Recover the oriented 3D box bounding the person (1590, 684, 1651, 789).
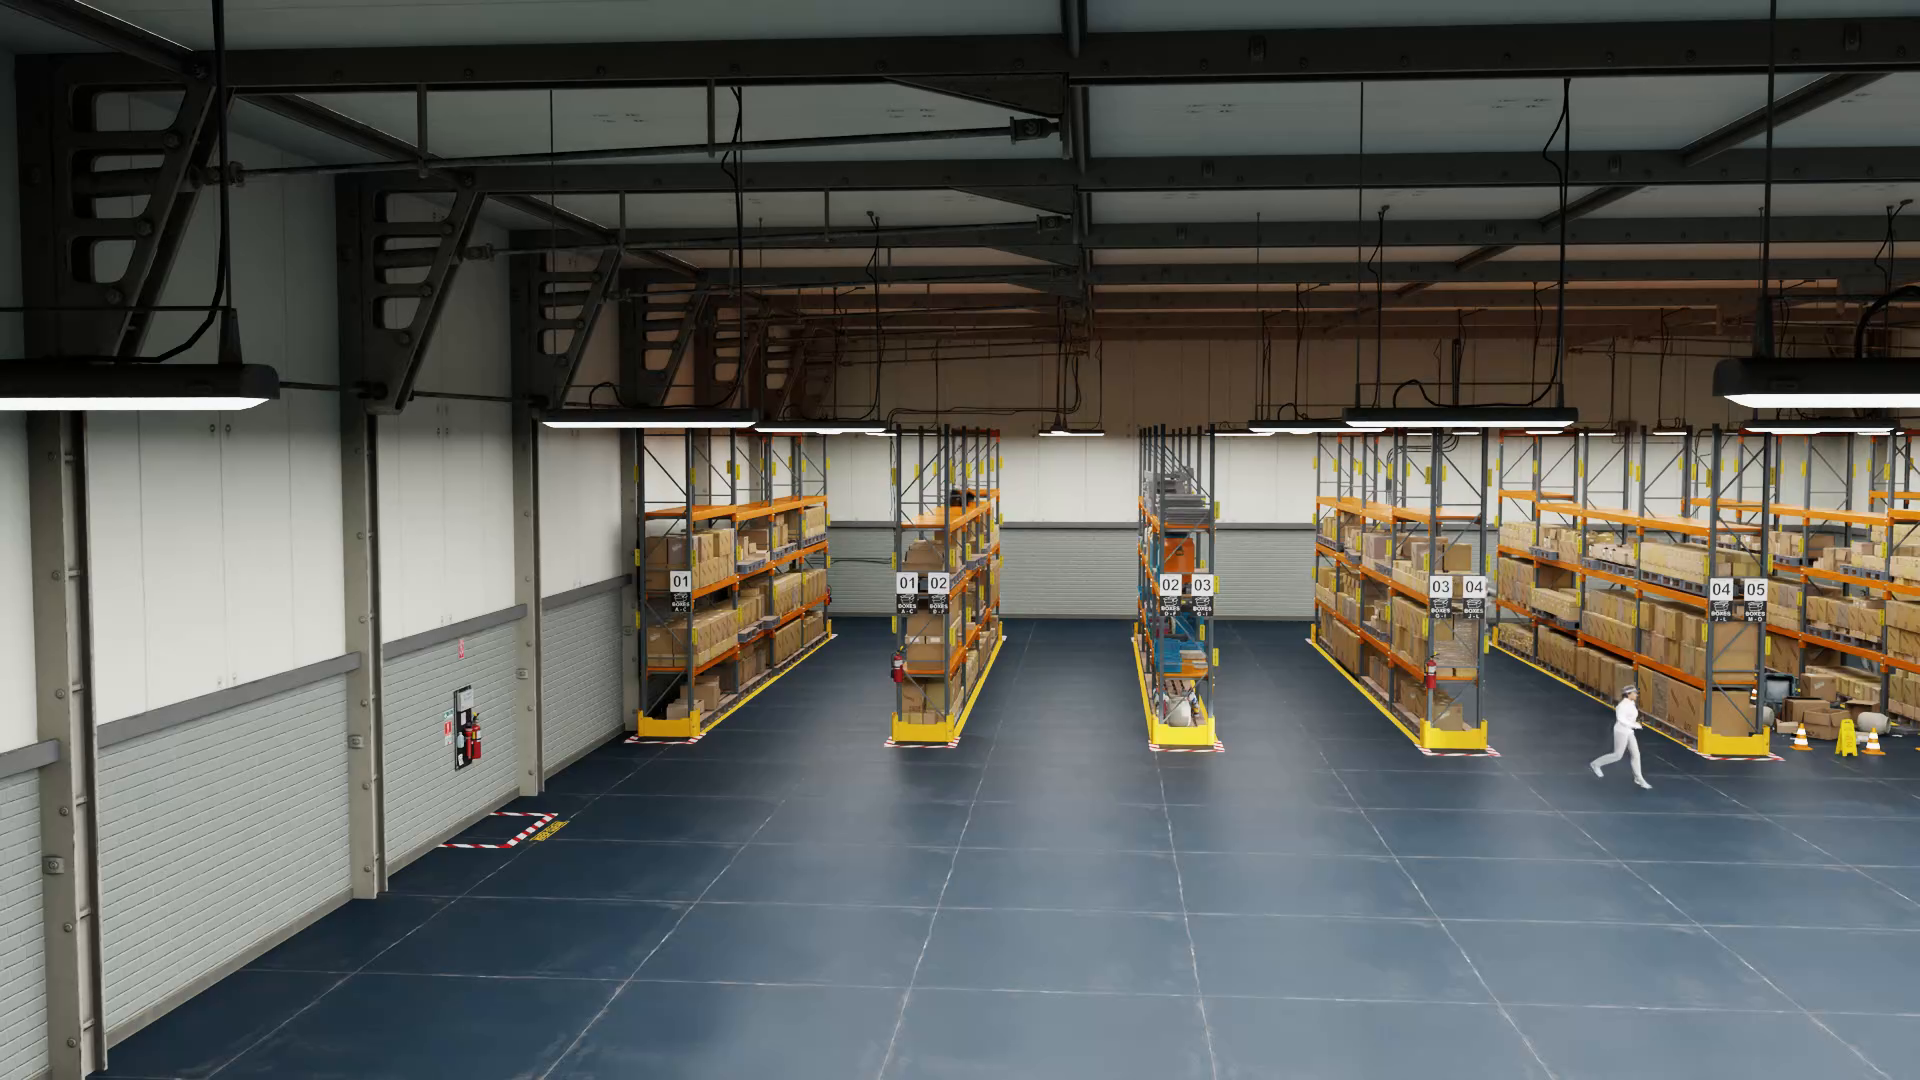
[{"bbox_3d":[10.945,3.210,27.487,0.977,1.693,0.637,2,4,35],"label":"person"}]

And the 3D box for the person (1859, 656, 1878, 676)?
[{"bbox_3d":[21.630,2.484,39.579,0.585,1.685,0.644,0,3,5],"label":"person"}]

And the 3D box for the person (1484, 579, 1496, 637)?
[{"bbox_3d":[14.811,1.981,47.077,0.744,1.828,0.652,-1,4,-20],"label":"person"}]
